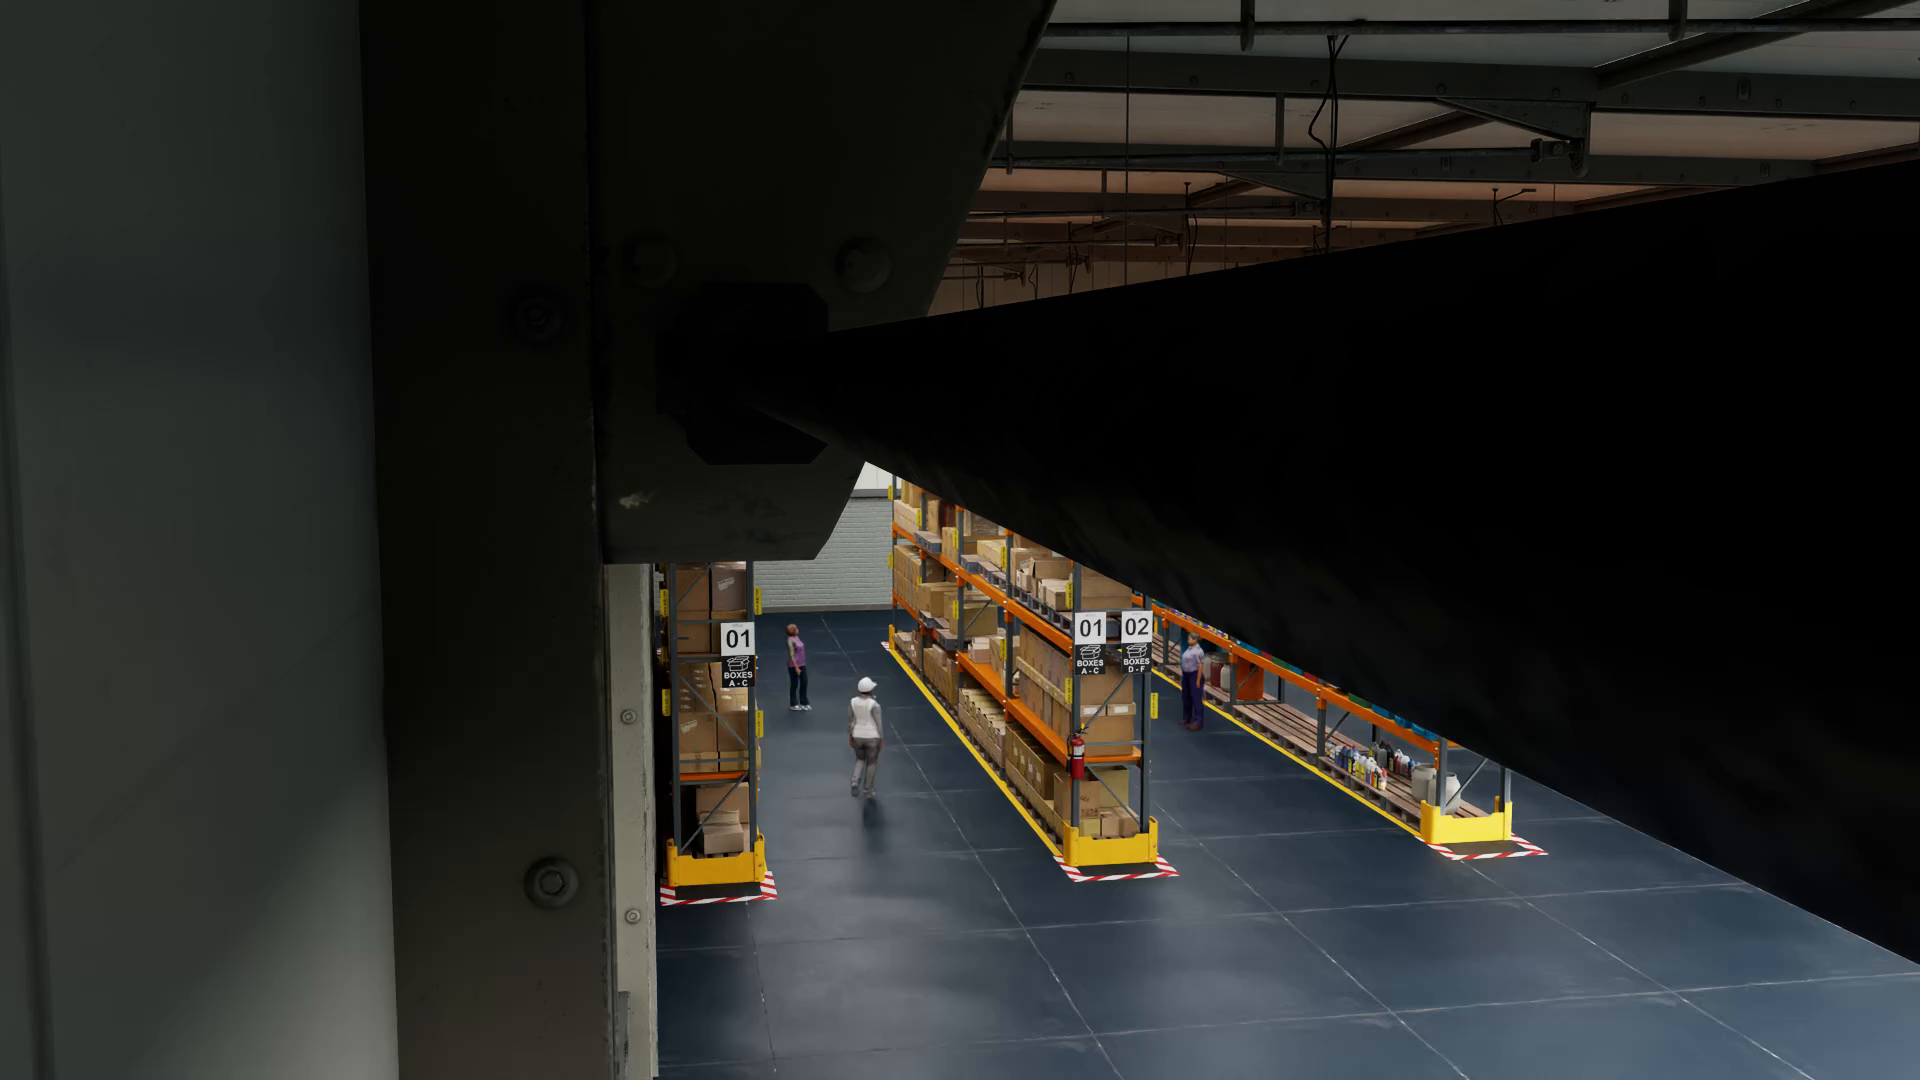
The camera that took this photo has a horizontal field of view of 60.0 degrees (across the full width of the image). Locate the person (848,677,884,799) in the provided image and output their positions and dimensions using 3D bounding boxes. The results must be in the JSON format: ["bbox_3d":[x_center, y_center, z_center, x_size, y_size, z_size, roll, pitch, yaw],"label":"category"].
[{"bbox_3d":[-1.362,2.846,23.976,0.552,1.765,0.481,3,7,23],"label":"person"}]

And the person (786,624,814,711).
[{"bbox_3d":[-2.921,2.316,30.066,0.446,1.622,0.461,5,8,36],"label":"person"}]

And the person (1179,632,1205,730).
[{"bbox_3d":[3.988,2.406,28.629,0.403,1.629,0.550,-3,7,-25],"label":"person"}]
